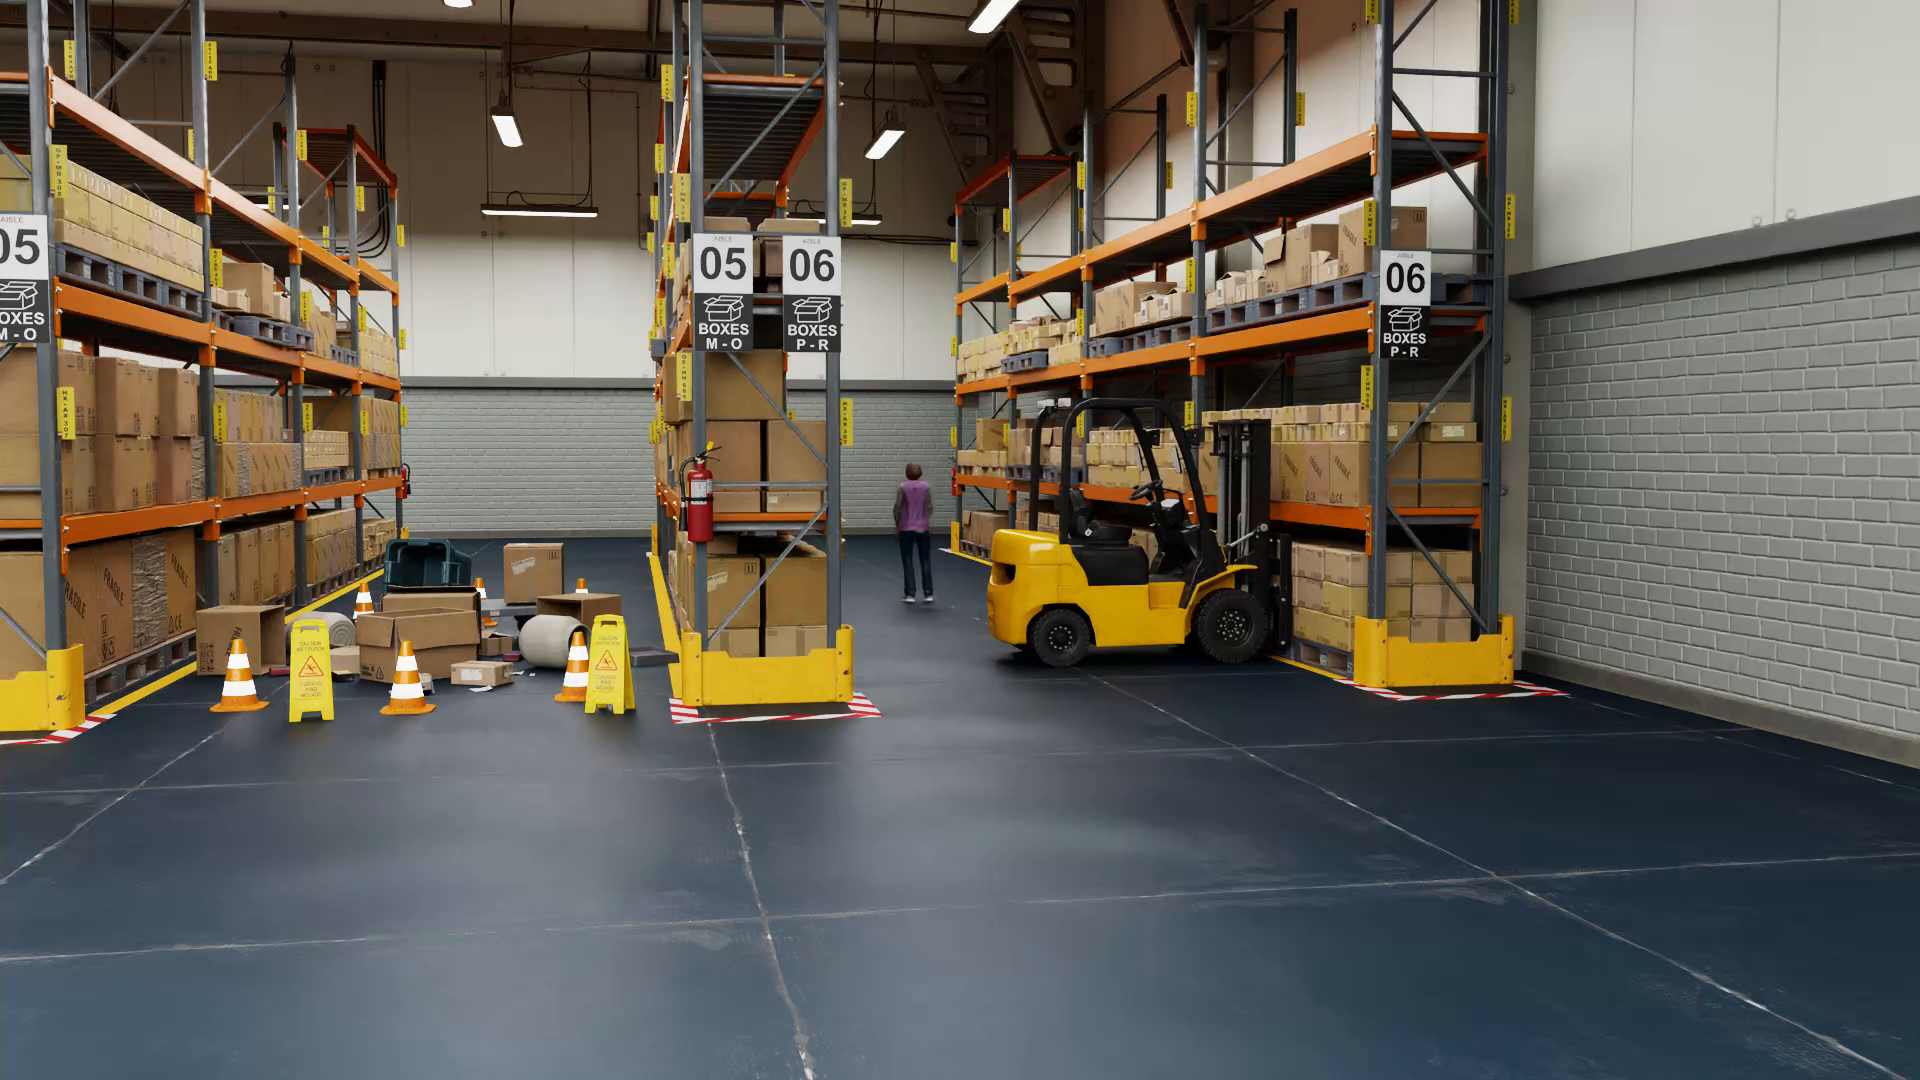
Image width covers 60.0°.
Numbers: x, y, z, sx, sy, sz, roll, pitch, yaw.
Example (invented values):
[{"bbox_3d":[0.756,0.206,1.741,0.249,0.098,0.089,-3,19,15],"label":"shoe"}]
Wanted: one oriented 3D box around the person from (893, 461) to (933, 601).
[{"bbox_3d":[-0.529,-0.098,18.948,0.477,1.601,0.388,-1,3,-11],"label":"person"}]
